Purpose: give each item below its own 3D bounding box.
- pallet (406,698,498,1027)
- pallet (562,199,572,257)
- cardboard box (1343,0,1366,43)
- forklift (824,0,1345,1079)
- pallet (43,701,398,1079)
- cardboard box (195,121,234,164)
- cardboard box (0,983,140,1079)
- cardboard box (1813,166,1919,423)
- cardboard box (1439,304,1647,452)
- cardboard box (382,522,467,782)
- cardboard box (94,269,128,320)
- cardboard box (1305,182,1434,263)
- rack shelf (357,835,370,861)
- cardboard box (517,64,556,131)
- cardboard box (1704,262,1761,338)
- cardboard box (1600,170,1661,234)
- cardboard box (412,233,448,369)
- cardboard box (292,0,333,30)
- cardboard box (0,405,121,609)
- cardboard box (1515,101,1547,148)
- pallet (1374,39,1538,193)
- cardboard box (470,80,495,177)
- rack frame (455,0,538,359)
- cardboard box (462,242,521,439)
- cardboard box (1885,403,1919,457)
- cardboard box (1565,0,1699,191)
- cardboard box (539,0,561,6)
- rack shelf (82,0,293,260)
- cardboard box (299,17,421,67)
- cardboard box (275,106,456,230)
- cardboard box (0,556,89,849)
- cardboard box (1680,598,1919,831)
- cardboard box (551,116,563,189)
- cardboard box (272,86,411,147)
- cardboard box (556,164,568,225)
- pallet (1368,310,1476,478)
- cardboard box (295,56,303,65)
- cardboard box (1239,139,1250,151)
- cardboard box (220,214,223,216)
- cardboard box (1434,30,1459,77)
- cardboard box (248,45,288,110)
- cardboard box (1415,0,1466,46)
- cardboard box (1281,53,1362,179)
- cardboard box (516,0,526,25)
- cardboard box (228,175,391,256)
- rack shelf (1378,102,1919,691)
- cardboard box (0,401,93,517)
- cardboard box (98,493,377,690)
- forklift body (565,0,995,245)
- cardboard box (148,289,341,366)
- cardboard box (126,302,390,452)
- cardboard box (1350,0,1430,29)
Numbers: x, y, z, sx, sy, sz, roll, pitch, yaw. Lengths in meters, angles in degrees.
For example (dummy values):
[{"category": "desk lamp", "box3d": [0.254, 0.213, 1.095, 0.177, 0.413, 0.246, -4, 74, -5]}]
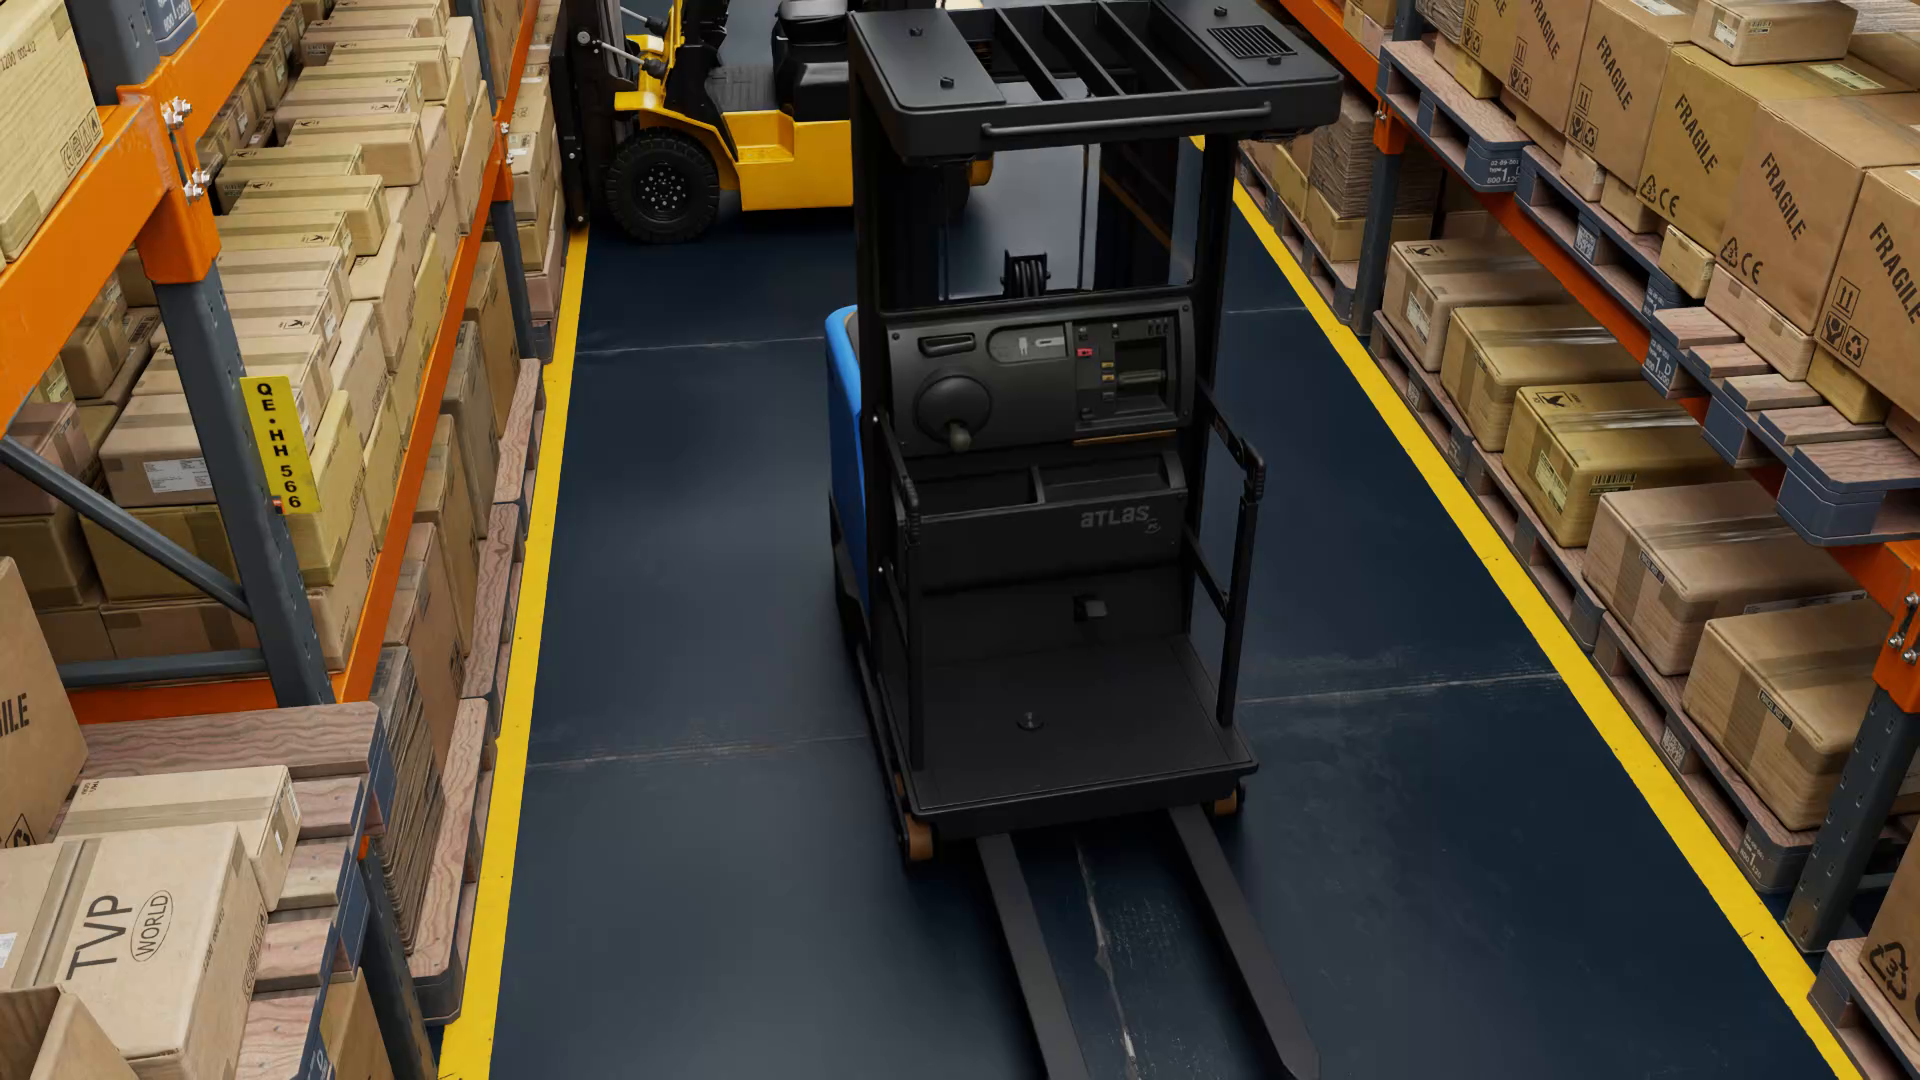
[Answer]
[{"category": "pallet", "box3d": [-2.002, 0.991, 5.108, 1.003, 0.211, 1.213, -4, 35, -6]}, {"category": "pallet", "box3d": [-2.700, -1.908, 9.362, 1.003, 0.211, 1.213, -4, 35, -6]}, {"category": "cardboard box", "box3d": [2.065, -2.500, 7.978, 0.380, 0.149, 0.250, -4, 34, -5]}, {"category": "forklift", "box3d": [0.296, -0.426, 4.772, 1.130, 2.935, 3.031, -7, 35, -10]}, {"category": "pallet", "box3d": [-1.769, 0.753, 3.151, 1.213, 0.211, 1.003, -4, 35, -6]}, {"category": "cardboard box", "box3d": [-2.474, -1.174, 5.144, 0.380, 0.149, 0.250, -4, 34, -6]}, {"category": "cardboard box", "box3d": [-1.527, 0.982, 2.181, 0.797, 0.503, 0.637, -5, 35, -7]}, {"category": "cardboard box", "box3d": [2.652, -0.647, 4.310, 0.500, 0.500, 0.500, -5, 35, -8]}, {"category": "cardboard box", "box3d": [2.624, -0.703, 7.079, 0.950, 0.372, 0.625, -2, 34, -3]}, {"category": "cardboard box", "box3d": [-2.096, 0.396, 5.242, 0.875, 0.625, 0.625, -3, 34, -5]}, {"category": "cardboard box", "box3d": [-2.396, -0.593, 4.292, 0.380, 0.149, 0.250, -5, 35, -7]}, {"category": "cardboard box", "box3d": [2.105, -1.656, 8.585, 0.500, 0.250, 0.500, -3, 34, -4]}, {"category": "rack shelf", "box3d": [-1.661, 1.714, 2.210, 1.077, 0.370, 4.000, -4, 35, -6]}, {"category": "cardboard box", "box3d": [-2.359, -2.238, 8.551, 0.500, 0.250, 0.500, -3, 34, -5]}, {"category": "cardboard box", "box3d": [2.499, -0.734, 5.014, 0.380, 0.149, 0.250, -6, 35, -9]}, {"category": "cardboard box", "box3d": [2.424, -1.170, 5.654, 0.380, 0.149, 0.250, -5, 35, -8]}, {"category": "cardboard box", "box3d": [-1.954, -0.761, 5.336, 0.500, 0.250, 0.500, -3, 34, -5]}, {"category": "cardboard box", "box3d": [-2.633, -2.028, 6.398, 0.380, 0.149, 0.250, -5, 35, -7]}, {"category": "cardboard box", "box3d": [-2.265, -0.073, 3.883, 0.500, 0.250, 0.500, -4, 34, -5]}, {"category": "cardboard box", "box3d": [2.344, -1.607, 6.295, 0.380, 0.149, 0.250, -4, 34, -6]}, {"category": "pallet", "box3d": [2.409, -1.792, 6.887, 1.003, 0.211, 1.213, -4, 35, -6]}, {"category": "cardboard box", "box3d": [-2.141, -1.608, 6.579, 0.500, 0.250, 0.500, -4, 34, -5]}, {"category": "rack frame", "box3d": [-2.468, -1.931, 6.920, 1.000, 3.000, 0.127, -4, 35, -6]}, {"category": "cardboard box", "box3d": [-2.386, -0.833, 7.045, 0.875, 0.625, 0.625, -3, 34, -4]}, {"category": "cardboard box", "box3d": [2.711, -0.312, 4.394, 0.380, 0.149, 0.250, -3, 34, -5]}, {"category": "cardboard box", "box3d": [2.430, -1.521, 5.593, 0.500, 0.500, 0.500, -6, 35, -8]}, {"category": "cardboard box", "box3d": [-2.560, -3.096, 9.810, 0.500, 0.250, 0.500, -4, 34, -6]}, {"category": "rack shelf", "box3d": [-2.199, -1.757, 4.640, 1.077, 0.370, 4.000, -4, 35, -6]}, {"category": "cardboard box", "box3d": [-2.168, -1.783, 6.039, 0.380, 0.149, 0.250, -4, 35, -6]}, {"category": "cardboard box", "box3d": [-2.009, -1.249, 5.608, 0.500, 0.250, 0.500, -4, 34, -5]}, {"category": "cardboard box", "box3d": [-2.015, 0.385, 3.059, 0.500, 0.500, 0.500, -3, 34, -4]}, {"category": "cardboard box", "box3d": [2.922, 0.519, 5.285, 0.950, 0.372, 0.625, -7, 35, -10]}, {"category": "cardboard box", "box3d": [-2.353, -2.031, 8.691, 0.500, 0.250, 0.500, -5, 35, -7]}, {"category": "cardboard box", "box3d": [-2.000, -1.356, 5.411, 0.380, 0.149, 0.250, -4, 34, -6]}, {"category": "cardboard box", "box3d": [-2.373, -1.831, 8.842, 0.500, 0.250, 0.500, -4, 34, -6]}, {"category": "pallet", "box3d": [2.557, -0.722, 7.623, 1.003, 0.211, 1.213, -4, 35, -6]}, {"category": "cardboard box", "box3d": [-2.653, -1.773, 6.377, 0.500, 0.250, 0.500, -5, 35, -7]}, {"category": "cardboard box", "box3d": [1.894, -2.518, 9.851, 0.500, 0.250, 0.500, -2, 34, -3]}, {"category": "cardboard box", "box3d": [-2.461, -0.919, 5.125, 0.500, 0.250, 0.500, -5, 35, -7]}, {"category": "cardboard box", "box3d": [2.212, -2.046, 6.940, 0.380, 0.149, 0.250, -4, 34, -6]}, {"category": "cardboard box", "box3d": [-2.561, -1.594, 5.761, 0.380, 0.149, 0.250, -5, 35, -7]}, {"category": "cardboard box", "box3d": [2.229, -2.364, 6.829, 0.500, 0.500, 0.500, -4, 34, -5]}, {"category": "cardboard box", "box3d": [2.035, -2.250, 8.791, 0.500, 0.500, 0.500, -4, 34, -6]}, {"category": "cardboard box", "box3d": [-2.424, -2.812, 8.123, 0.500, 0.500, 0.500, -5, 35, -7]}, {"category": "cardboard box", "box3d": [-1.865, -0.928, 4.783, 0.380, 0.149, 0.250, -4, 34, -5]}, {"category": "rack shelf", "box3d": [2.719, -0.896, 6.040, 1.077, 0.370, 4.000, -4, 35, -6]}, {"category": "cardboard box", "box3d": [-2.174, -0.174, 3.678, 0.380, 0.149, 0.250, -3, 34, -5]}, {"category": "cardboard box", "box3d": [-1.747, 0.097, 4.077, 0.500, 0.250, 0.500, -4, 35, -6]}, {"category": "forklift body", "box3d": [-0.943, -2.892, 9.084, 2.313, 2.155, 1.214, -4, 35, -6]}, {"category": "cardboard box", "box3d": [-1.778, -0.499, 4.154, 0.380, 0.149, 0.250, -3, 34, -5]}, {"category": "cardboard box", "box3d": [-1.813, -0.389, 4.347, 0.500, 0.250, 0.500, -3, 34, -5]}, {"category": "cardboard box", "box3d": [2.144, -2.702, 7.699, 0.500, 0.500, 0.500, -5, 35, -8]}]
